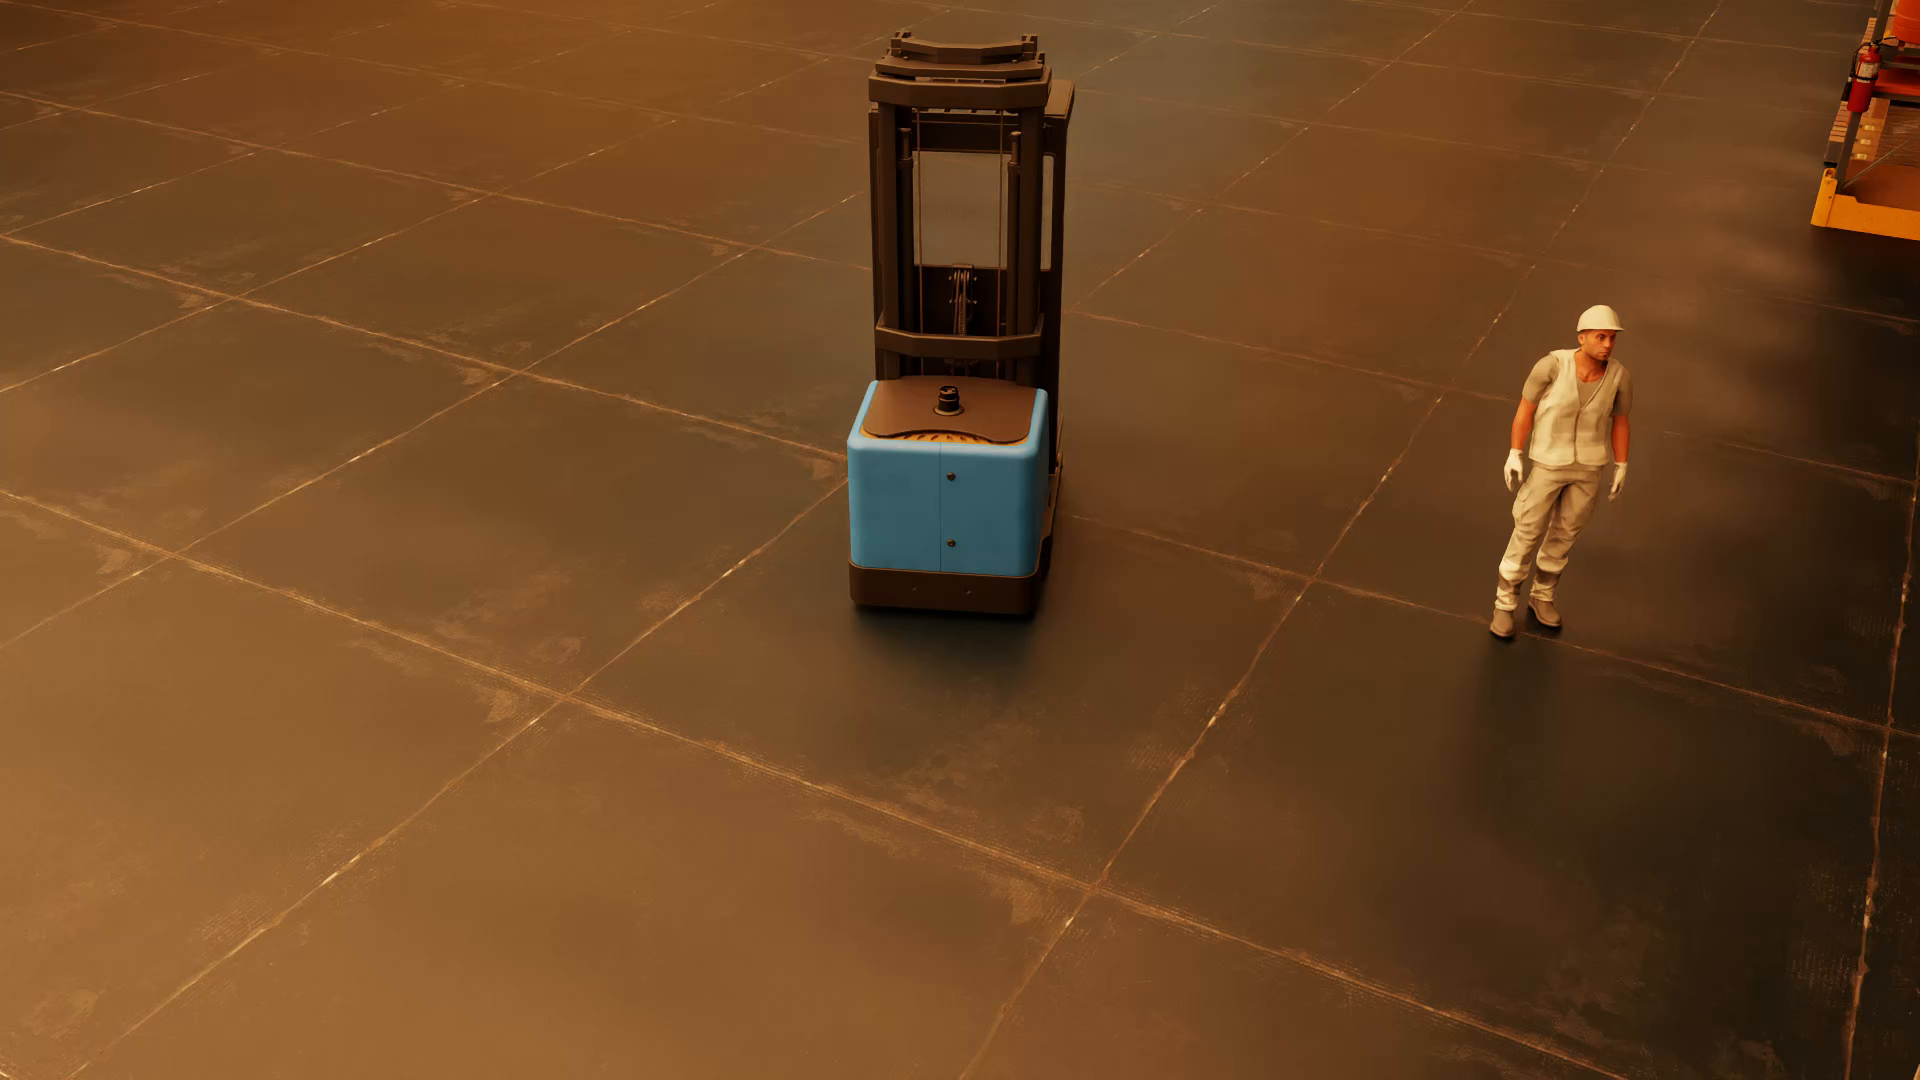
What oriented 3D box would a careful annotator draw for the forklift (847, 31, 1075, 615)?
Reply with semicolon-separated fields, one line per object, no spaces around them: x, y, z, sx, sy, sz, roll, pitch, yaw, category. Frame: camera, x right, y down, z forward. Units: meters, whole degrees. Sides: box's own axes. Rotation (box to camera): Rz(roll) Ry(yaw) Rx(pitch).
0.072;-1.572;9.794;1.130;2.935;3.031;3;30;6;forklift

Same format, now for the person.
3.223;-0.355;8.813;0.637;1.786;0.566;2;30;3;person
